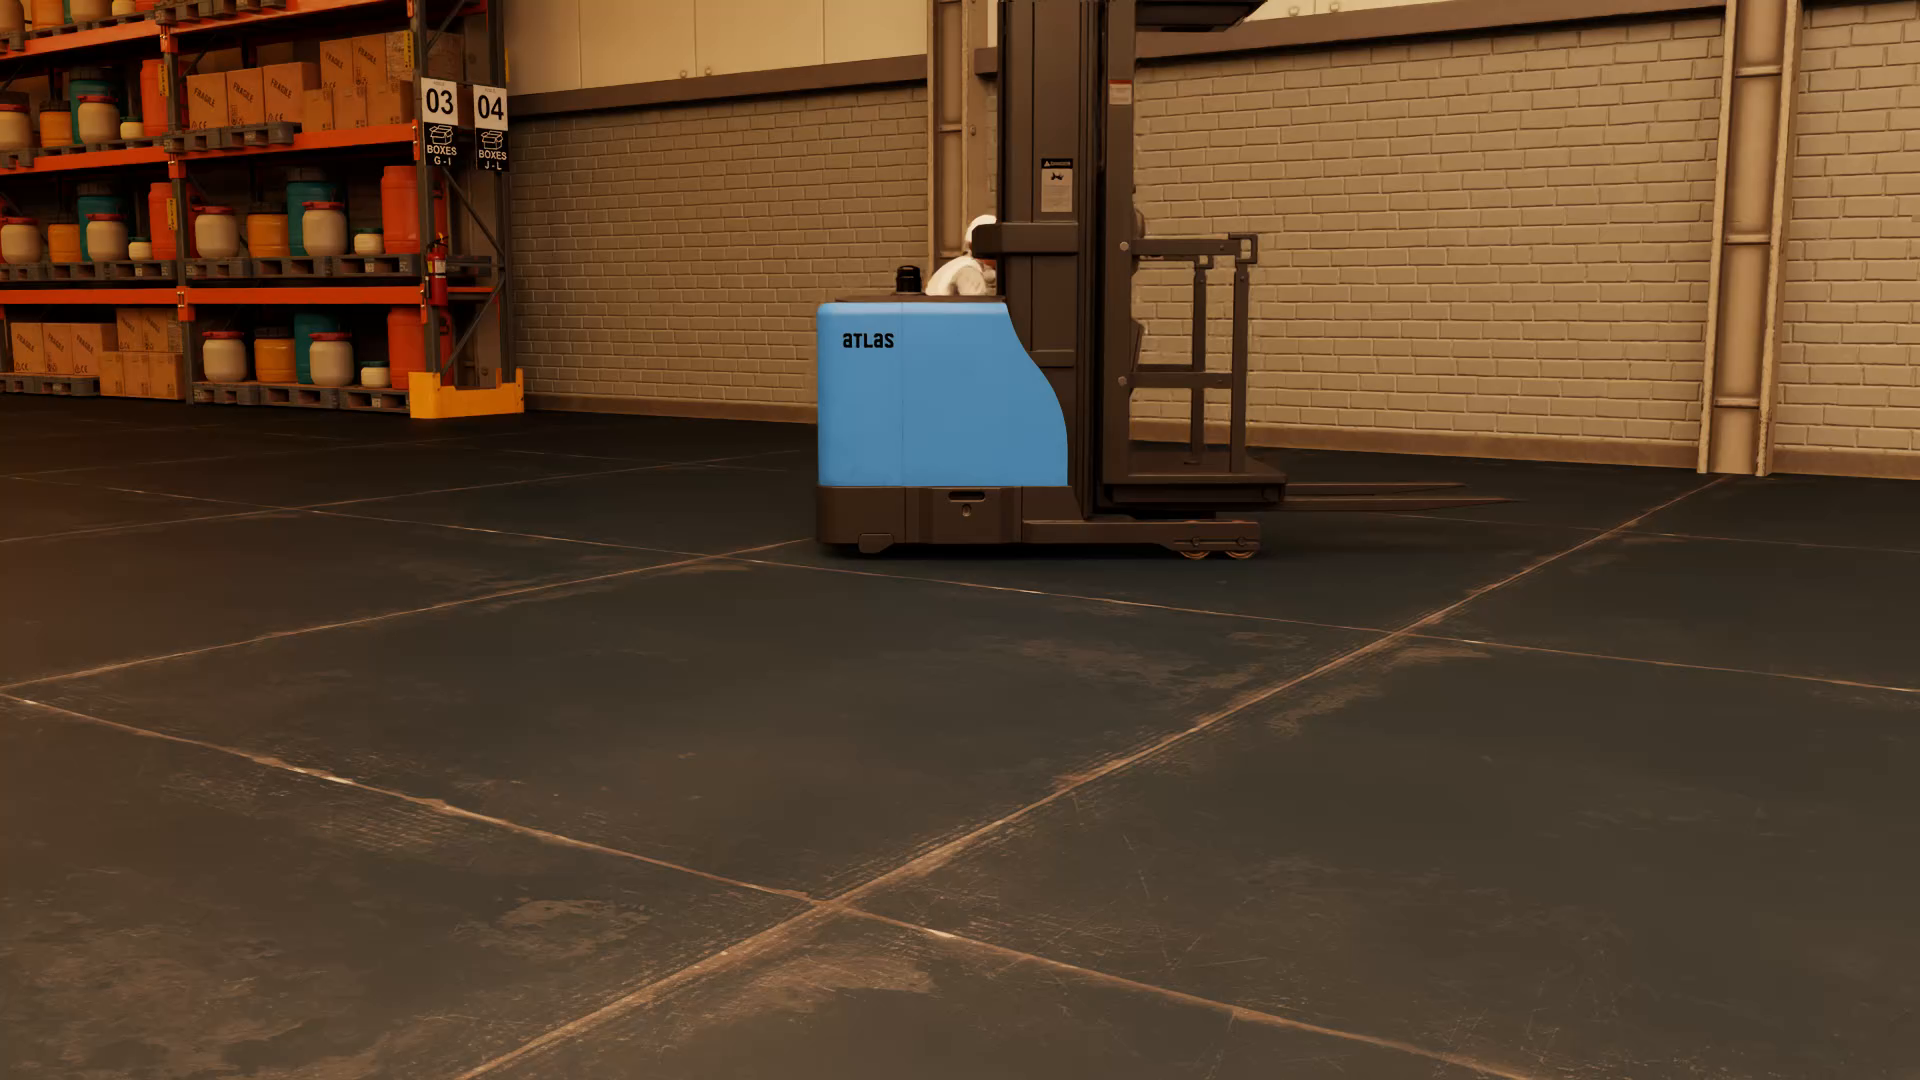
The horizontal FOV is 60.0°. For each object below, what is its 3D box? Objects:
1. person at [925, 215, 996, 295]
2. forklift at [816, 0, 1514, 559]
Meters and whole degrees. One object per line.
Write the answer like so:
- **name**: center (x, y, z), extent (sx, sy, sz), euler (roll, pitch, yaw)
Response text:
- **person**: center (0.175, -0.941, 8.778), extent (0.903, 1.536, 1.053), euler (-4, 9, -27)
- **forklift**: center (0.889, -1.444, 7.346), extent (3.031, 2.935, 1.130), euler (0, 8, -2)
